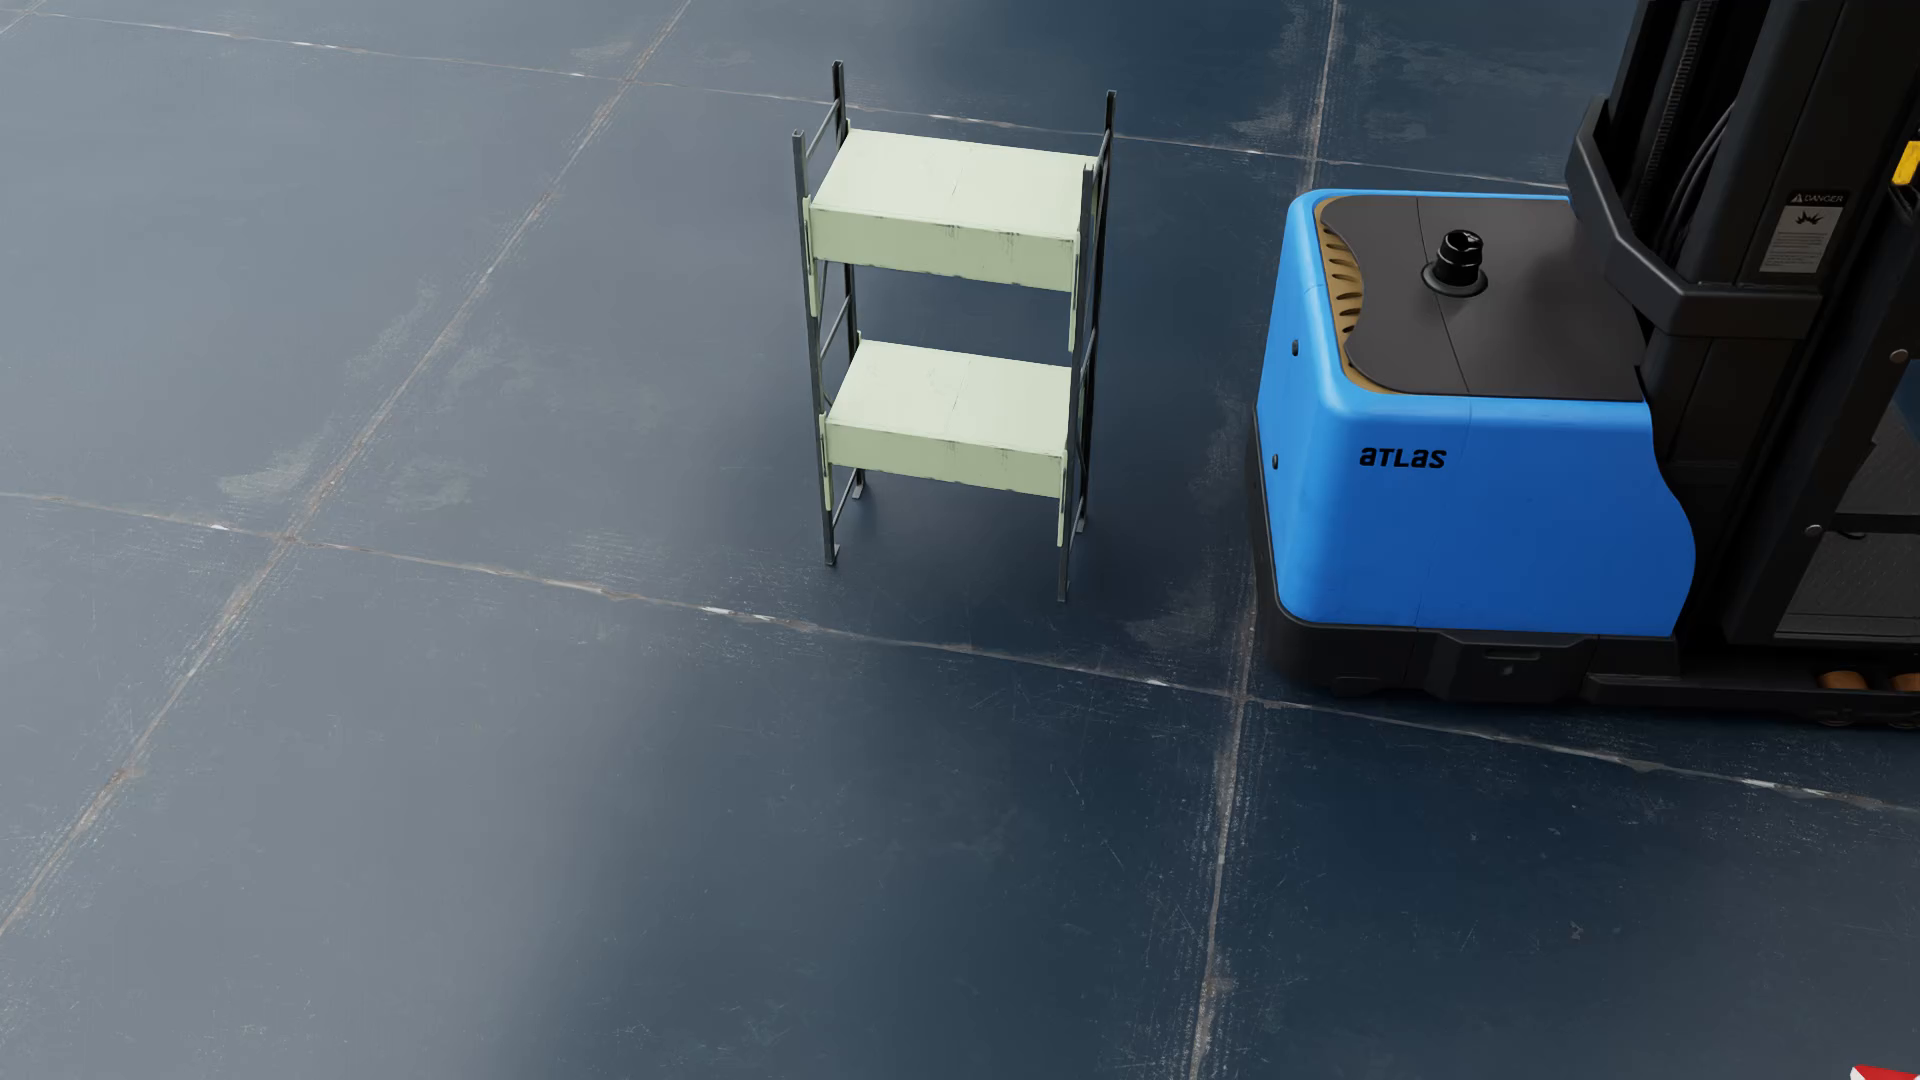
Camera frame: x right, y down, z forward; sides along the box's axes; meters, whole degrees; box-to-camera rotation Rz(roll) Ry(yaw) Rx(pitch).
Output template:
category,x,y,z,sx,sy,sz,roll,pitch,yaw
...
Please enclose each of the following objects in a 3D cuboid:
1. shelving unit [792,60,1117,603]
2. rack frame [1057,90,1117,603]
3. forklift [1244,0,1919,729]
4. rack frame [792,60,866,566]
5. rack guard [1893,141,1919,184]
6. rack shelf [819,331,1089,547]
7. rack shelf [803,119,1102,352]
category,x,y,z,sx,sy,sz,roll,pitch,yaw
shelving unit,-0.007,-0.541,4.731,0.755,1.500,0.431,9,45,9
rack frame,0.351,-0.486,4.673,0.023,1.500,0.400,9,45,9
forklift,2.413,-0.905,4.076,3.031,2.935,1.130,2,44,2
rack frame,-0.364,-0.597,4.789,0.023,1.500,0.400,9,45,9
rack guard,3.888,-1.710,6.666,0.348,0.500,1.175,9,45,9
rack shelf,-0.007,-0.306,4.957,0.720,0.370,0.431,9,45,9
rack shelf,-0.007,-0.823,4.460,0.720,0.370,0.431,9,45,9
